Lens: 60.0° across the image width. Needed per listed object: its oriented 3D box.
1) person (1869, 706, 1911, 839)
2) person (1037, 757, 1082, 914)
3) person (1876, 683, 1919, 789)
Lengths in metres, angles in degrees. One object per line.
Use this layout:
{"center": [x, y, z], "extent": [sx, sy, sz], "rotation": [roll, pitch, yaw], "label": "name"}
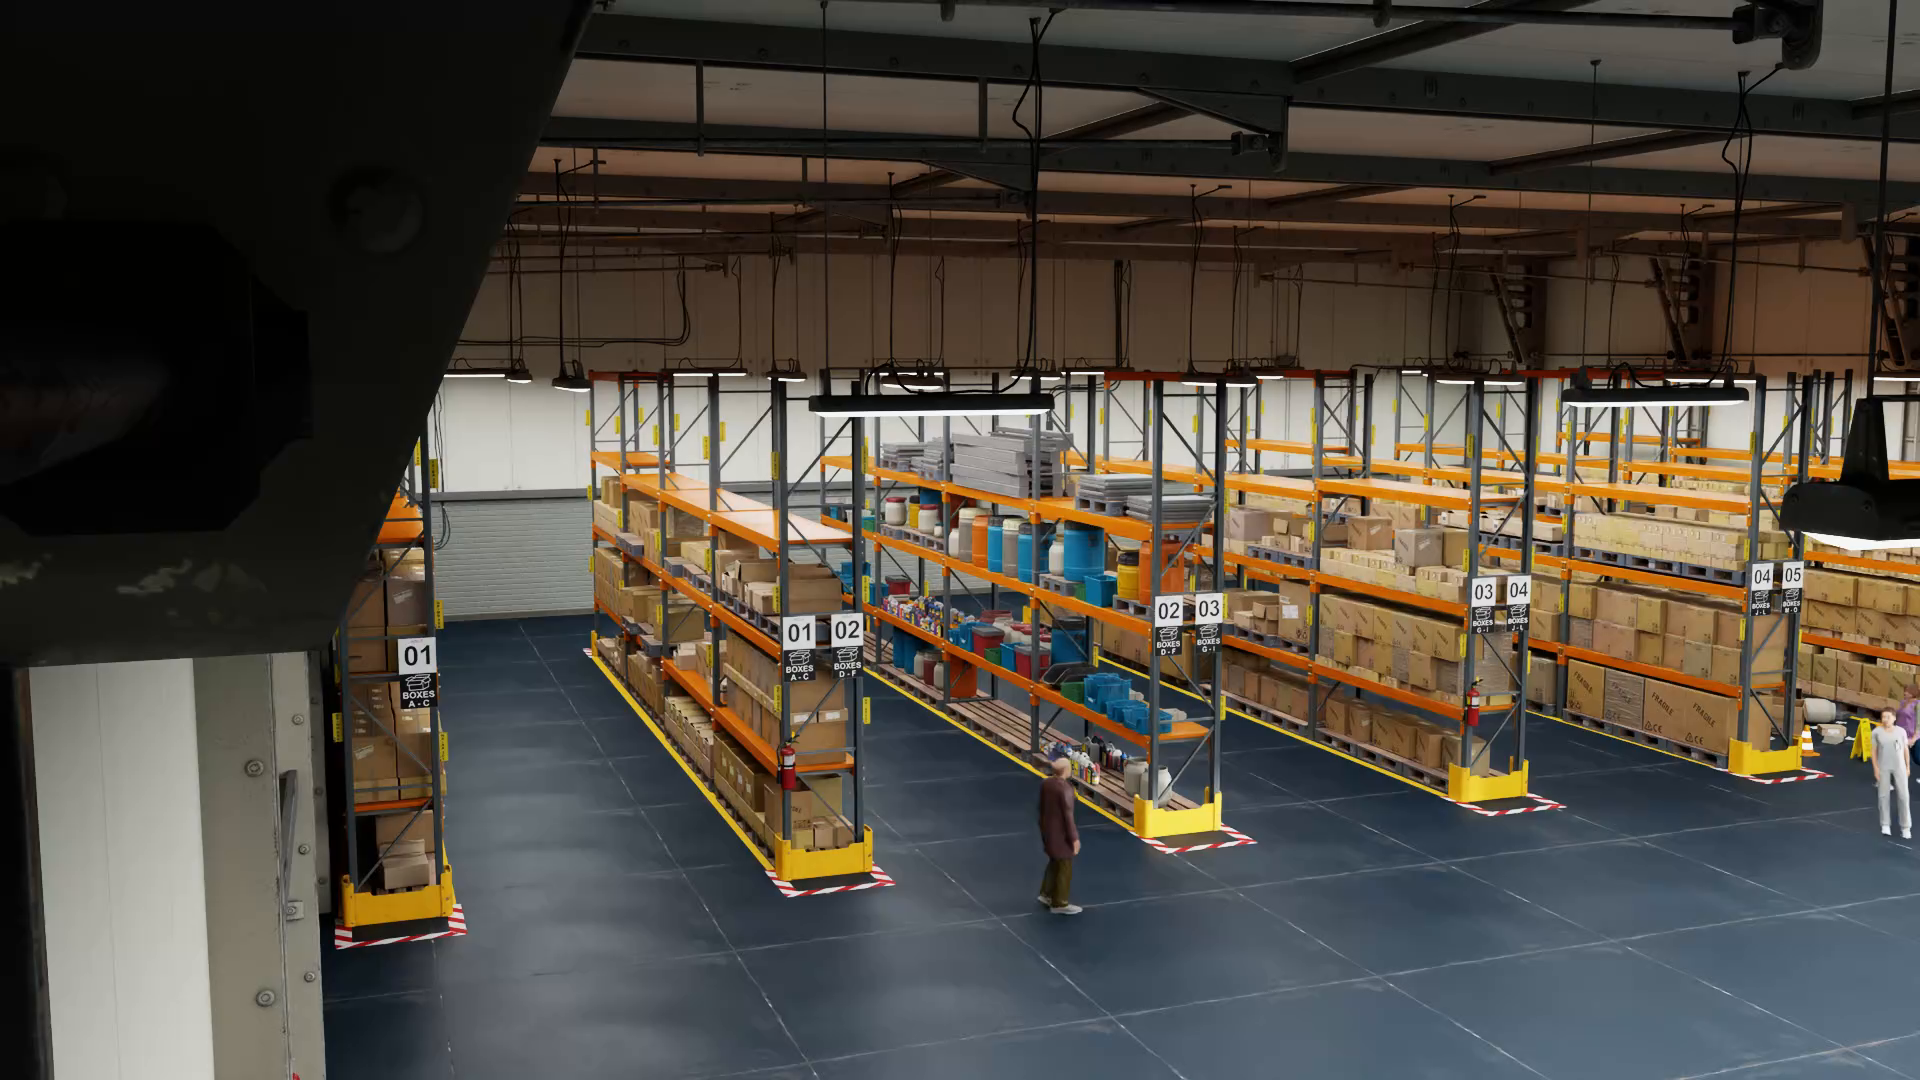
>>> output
{"center": [12.318, 3.055, 22.000], "extent": [0.537, 1.701, 0.418], "rotation": [3, 7, 24], "label": "person"}
{"center": [1.130, 3.381, 18.907], "extent": [0.408, 1.845, 0.692], "rotation": [-3, 7, -26], "label": "person"}
{"center": [13.827, 2.852, 24.201], "extent": [0.926, 1.556, 0.401], "rotation": [-4, 7, -31], "label": "person"}
